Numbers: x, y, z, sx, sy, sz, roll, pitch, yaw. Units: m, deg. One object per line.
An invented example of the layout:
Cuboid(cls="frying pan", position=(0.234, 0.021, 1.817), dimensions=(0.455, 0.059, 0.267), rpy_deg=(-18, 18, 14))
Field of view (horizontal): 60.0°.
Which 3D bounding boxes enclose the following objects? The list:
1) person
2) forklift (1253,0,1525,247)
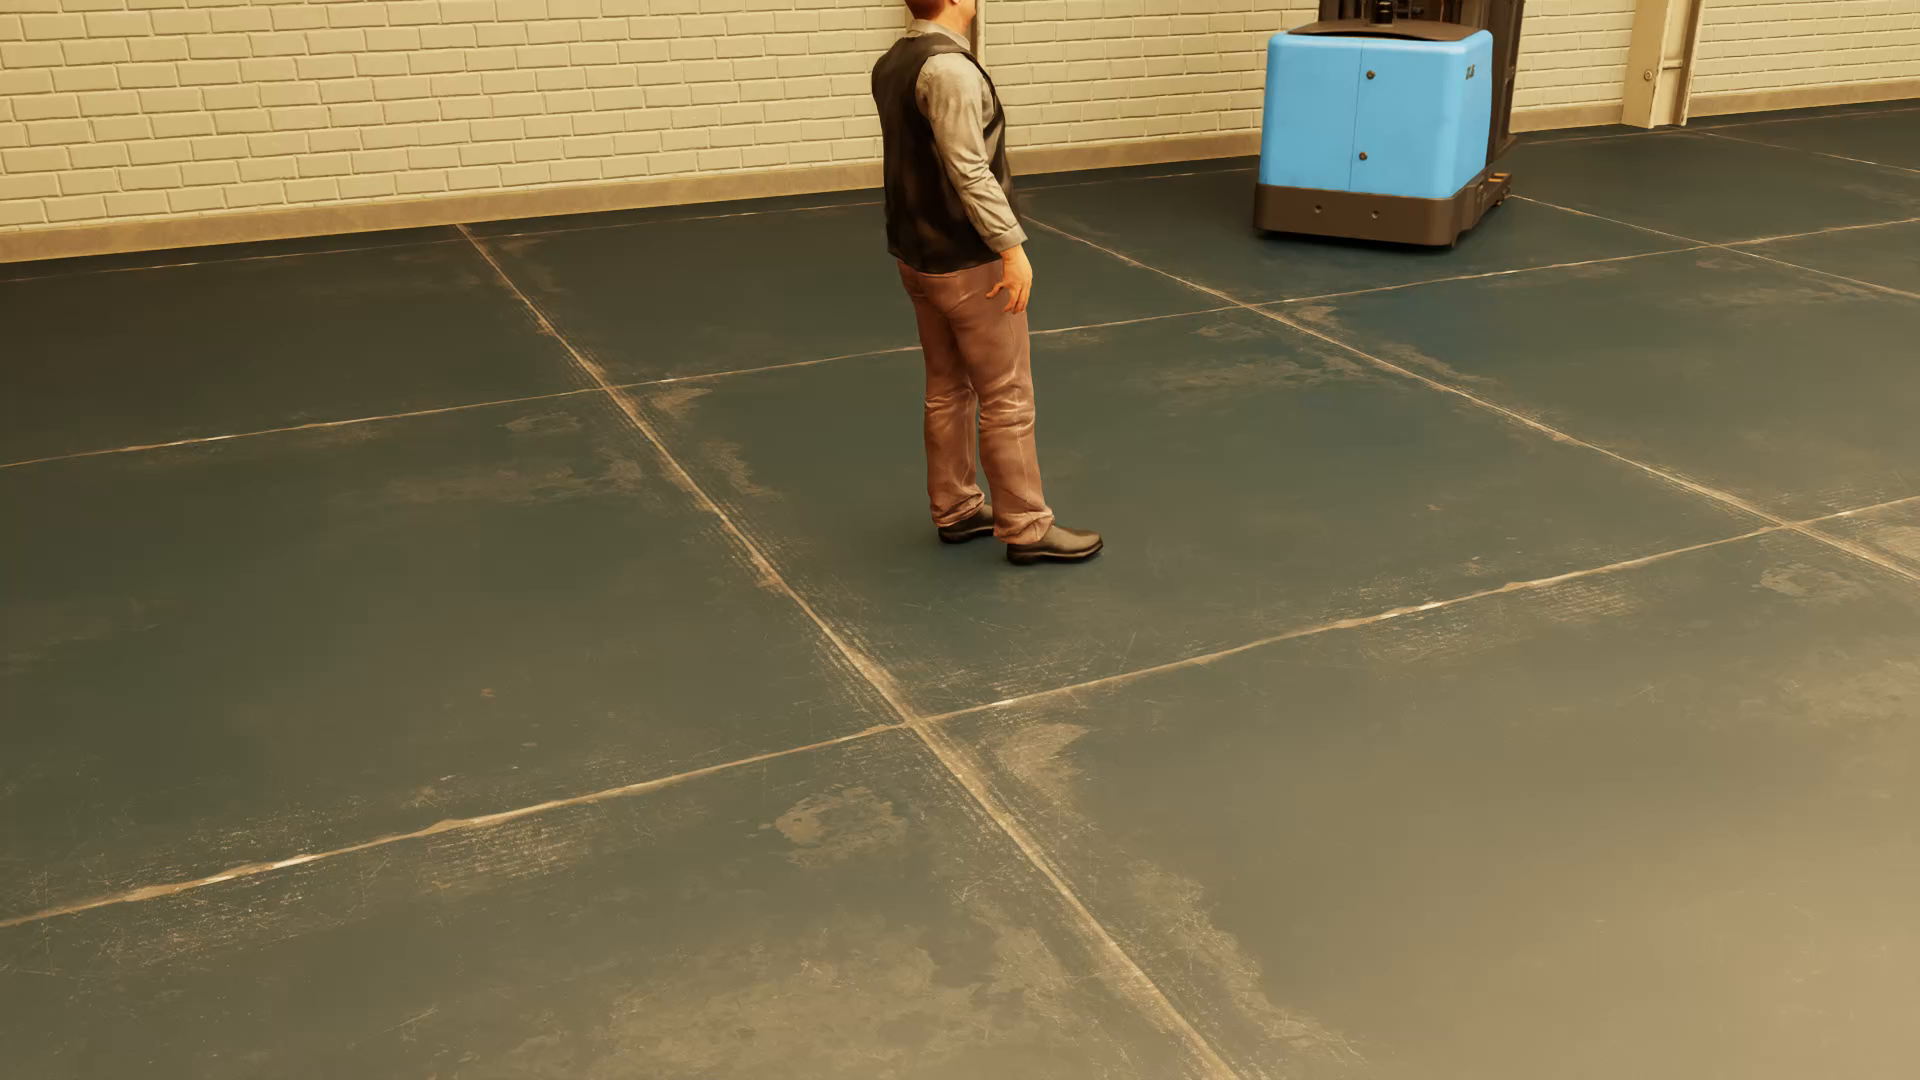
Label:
Cuboid(cls="person", position=(0.060, -0.809, 4.792), dimensions=(0.566, 1.722, 0.633), rpy_deg=(-10, 25, -23))
Cuboid(cls="forklift", position=(2.685, -3.401, 9.473), dimensions=(1.130, 2.935, 3.031), rpy_deg=(11, 25, 24))
